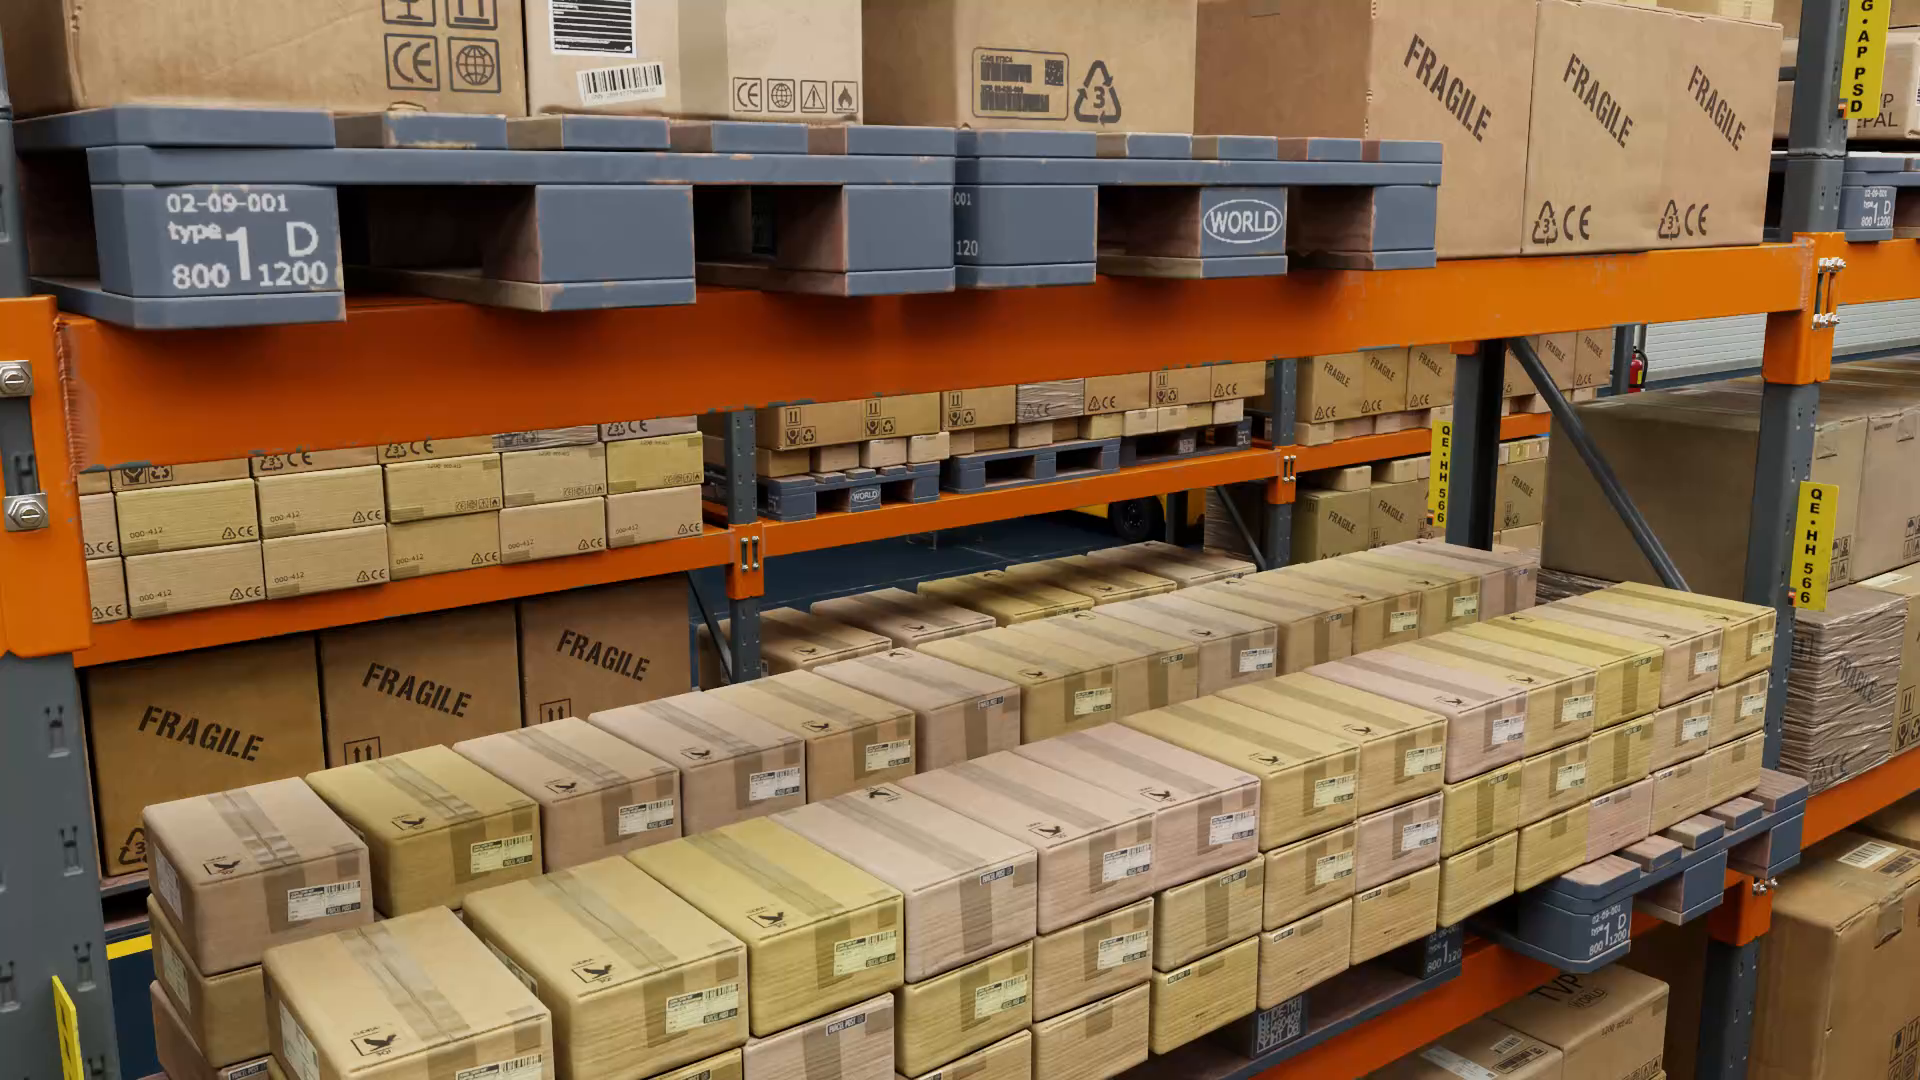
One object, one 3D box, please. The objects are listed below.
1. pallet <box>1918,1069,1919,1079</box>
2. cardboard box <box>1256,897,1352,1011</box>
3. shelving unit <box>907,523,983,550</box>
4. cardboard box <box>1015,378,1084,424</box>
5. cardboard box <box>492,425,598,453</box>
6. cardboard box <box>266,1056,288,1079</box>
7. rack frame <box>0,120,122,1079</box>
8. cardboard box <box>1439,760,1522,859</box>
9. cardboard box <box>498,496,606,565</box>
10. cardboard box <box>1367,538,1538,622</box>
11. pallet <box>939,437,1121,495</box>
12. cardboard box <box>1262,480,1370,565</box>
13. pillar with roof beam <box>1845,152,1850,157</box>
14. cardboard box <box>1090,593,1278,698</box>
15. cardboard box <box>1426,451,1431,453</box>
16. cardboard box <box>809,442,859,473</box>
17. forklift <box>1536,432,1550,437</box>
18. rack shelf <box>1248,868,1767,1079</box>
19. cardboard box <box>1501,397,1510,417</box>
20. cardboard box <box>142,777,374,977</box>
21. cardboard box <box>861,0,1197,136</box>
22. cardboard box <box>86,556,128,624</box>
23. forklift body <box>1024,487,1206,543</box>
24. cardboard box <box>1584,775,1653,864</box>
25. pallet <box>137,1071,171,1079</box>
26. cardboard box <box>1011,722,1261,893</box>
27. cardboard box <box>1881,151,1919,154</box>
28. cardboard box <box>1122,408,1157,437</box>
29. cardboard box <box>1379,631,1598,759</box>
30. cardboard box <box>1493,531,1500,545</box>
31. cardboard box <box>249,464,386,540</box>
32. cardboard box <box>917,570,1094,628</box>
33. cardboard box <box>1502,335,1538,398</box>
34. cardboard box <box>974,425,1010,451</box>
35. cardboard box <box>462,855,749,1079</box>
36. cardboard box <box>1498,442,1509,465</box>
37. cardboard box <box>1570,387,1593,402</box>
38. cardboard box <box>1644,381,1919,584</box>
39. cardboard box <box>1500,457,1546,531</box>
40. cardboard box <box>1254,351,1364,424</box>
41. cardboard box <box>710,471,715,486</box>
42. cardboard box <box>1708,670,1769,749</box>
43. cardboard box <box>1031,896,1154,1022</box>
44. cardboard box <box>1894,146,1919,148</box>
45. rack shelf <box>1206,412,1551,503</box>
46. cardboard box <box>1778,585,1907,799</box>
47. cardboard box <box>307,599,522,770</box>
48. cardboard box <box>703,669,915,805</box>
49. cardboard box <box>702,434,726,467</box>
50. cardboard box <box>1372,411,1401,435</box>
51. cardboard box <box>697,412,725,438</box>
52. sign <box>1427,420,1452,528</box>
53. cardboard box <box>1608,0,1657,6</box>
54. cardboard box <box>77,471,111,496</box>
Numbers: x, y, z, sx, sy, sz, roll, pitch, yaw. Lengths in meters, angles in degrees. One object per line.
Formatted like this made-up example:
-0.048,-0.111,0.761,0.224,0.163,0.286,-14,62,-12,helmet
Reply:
2.483,1.731,5.467,1.213,0.211,1.003,-9,15,-38,pallet
0.507,0.715,3.134,0.250,0.149,0.380,-10,16,-40,cardboard box
-0.129,-1.006,13.810,0.503,2.100,0.431,-9,15,-38,shelving unit
0.354,-0.955,9.438,0.500,0.500,0.500,-10,16,-40,cardboard box
-1.986,-0.693,7.522,0.500,0.500,0.500,-9,15,-37,cardboard box
-0.708,0.772,2.149,0.250,0.149,0.380,-9,15,-37,cardboard box
-1.303,0.977,2.308,0.127,3.000,1.000,-9,15,-38,rack frame
0.917,0.501,3.425,0.250,0.149,0.380,-10,15,-38,cardboard box
-1.972,-0.082,7.656,0.500,0.250,0.500,-9,15,-37,cardboard box
1.335,0.113,4.536,0.250,0.149,0.380,-9,15,-38,cardboard box
0.170,-0.502,9.733,1.213,0.211,1.003,-9,15,-38,pallet
2.402,-0.111,11.235,0.500,0.500,0.500,-9,15,-35,cardboard box
17.431,-6.803,24.501,0.400,9.000,9.100,-9,15,-38,pillar with roof beam
0.519,0.249,3.898,0.250,0.149,0.380,-9,15,-35,cardboard box
3.670,-0.466,12.905,0.500,0.500,0.500,-10,16,-40,cardboard box
-0.739,-0.458,8.658,0.250,0.149,0.380,-11,16,-41,cardboard box
4.015,-1.823,15.659,3.031,2.935,1.130,10,16,40,forklift
0.259,1.069,3.605,4.000,0.370,1.077,-9,15,-38,rack shelf
3.783,-0.987,12.160,0.250,0.149,0.380,-10,15,-38,cardboard box
-1.111,0.519,2.623,0.250,0.149,0.380,-9,15,-35,cardboard box
-0.015,-0.926,2.786,0.637,0.503,0.797,-10,15,-38,cardboard box
-3.562,0.178,6.428,0.500,0.250,0.500,-10,16,-39,cardboard box
1.451,-1.218,14.686,1.214,2.155,2.313,-9,15,-38,forklift body
1.327,0.579,3.775,0.250,0.149,0.380,-9,15,-37,cardboard box
-0.615,0.995,2.684,1.213,0.211,1.003,-9,15,-38,pallet
0.301,0.459,2.909,0.250,0.149,0.380,-9,15,-36,cardboard box
3.687,-1.521,6.200,0.250,0.149,0.380,-9,15,-38,cardboard box
0.951,-0.718,9.882,0.250,0.149,0.380,-9,15,-37,cardboard box
1.116,0.323,3.546,0.250,0.149,0.380,-9,15,-36,cardboard box
3.619,0.053,12.269,0.500,0.250,0.500,-10,16,-40,cardboard box
-2.760,-0.195,6.983,0.500,0.250,0.500,-10,16,-39,cardboard box
0.264,0.481,9.955,0.625,0.372,0.950,-9,15,-36,cardboard box
3.858,-1.321,12.172,0.500,0.500,0.500,-10,15,-38,cardboard box
0.067,-0.605,9.352,0.250,0.149,0.380,-9,15,-35,cardboard box
-0.494,0.589,2.294,0.250,0.149,0.380,-9,15,-36,cardboard box
3.784,-0.644,12.182,0.250,0.149,0.380,-9,15,-35,cardboard box
4.609,-1.113,12.755,0.250,0.149,0.380,-10,15,-38,cardboard box
2.571,-0.203,5.215,0.500,0.500,0.700,-10,15,-38,cardboard box
4.028,-0.383,12.514,0.500,0.500,0.500,-9,15,-36,cardboard box
2.291,-1.058,10.931,0.500,0.500,0.500,-9,15,-38,cardboard box
-2.342,-0.531,14.113,0.625,0.625,0.875,-10,15,-38,cardboard box
1.719,0.367,4.055,0.250,0.149,0.380,-9,15,-37,cardboard box
0.106,0.635,2.793,0.250,0.149,0.380,-9,15,-35,cardboard box
3.315,-1.410,5.291,0.500,0.311,0.500,-10,15,-39,cardboard box
3.335,-0.759,12.213,4.000,0.370,1.077,-9,15,-38,rack shelf
2.340,0.394,4.810,0.500,0.500,0.500,-9,15,-37,cardboard box
-2.641,0.693,7.749,0.875,0.875,0.875,-9,15,-37,cardboard box
-0.300,0.386,3.253,0.250,0.149,0.380,-10,16,-39,cardboard box
-1.242,-0.495,8.834,0.250,0.149,0.380,-9,15,-36,cardboard box
2.787,-0.824,11.394,0.250,0.149,0.380,-9,15,-36,cardboard box
-1.169,-0.836,8.877,0.500,0.500,0.500,-10,16,-39,cardboard box
1.471,-0.198,5.054,0.005,0.325,0.100,-9,15,-38,sign
1.276,-1.270,3.581,0.258,0.266,0.396,-9,15,-38,cardboard box
-3.571,-0.432,6.295,0.500,0.500,0.500,-10,15,-38,cardboard box
